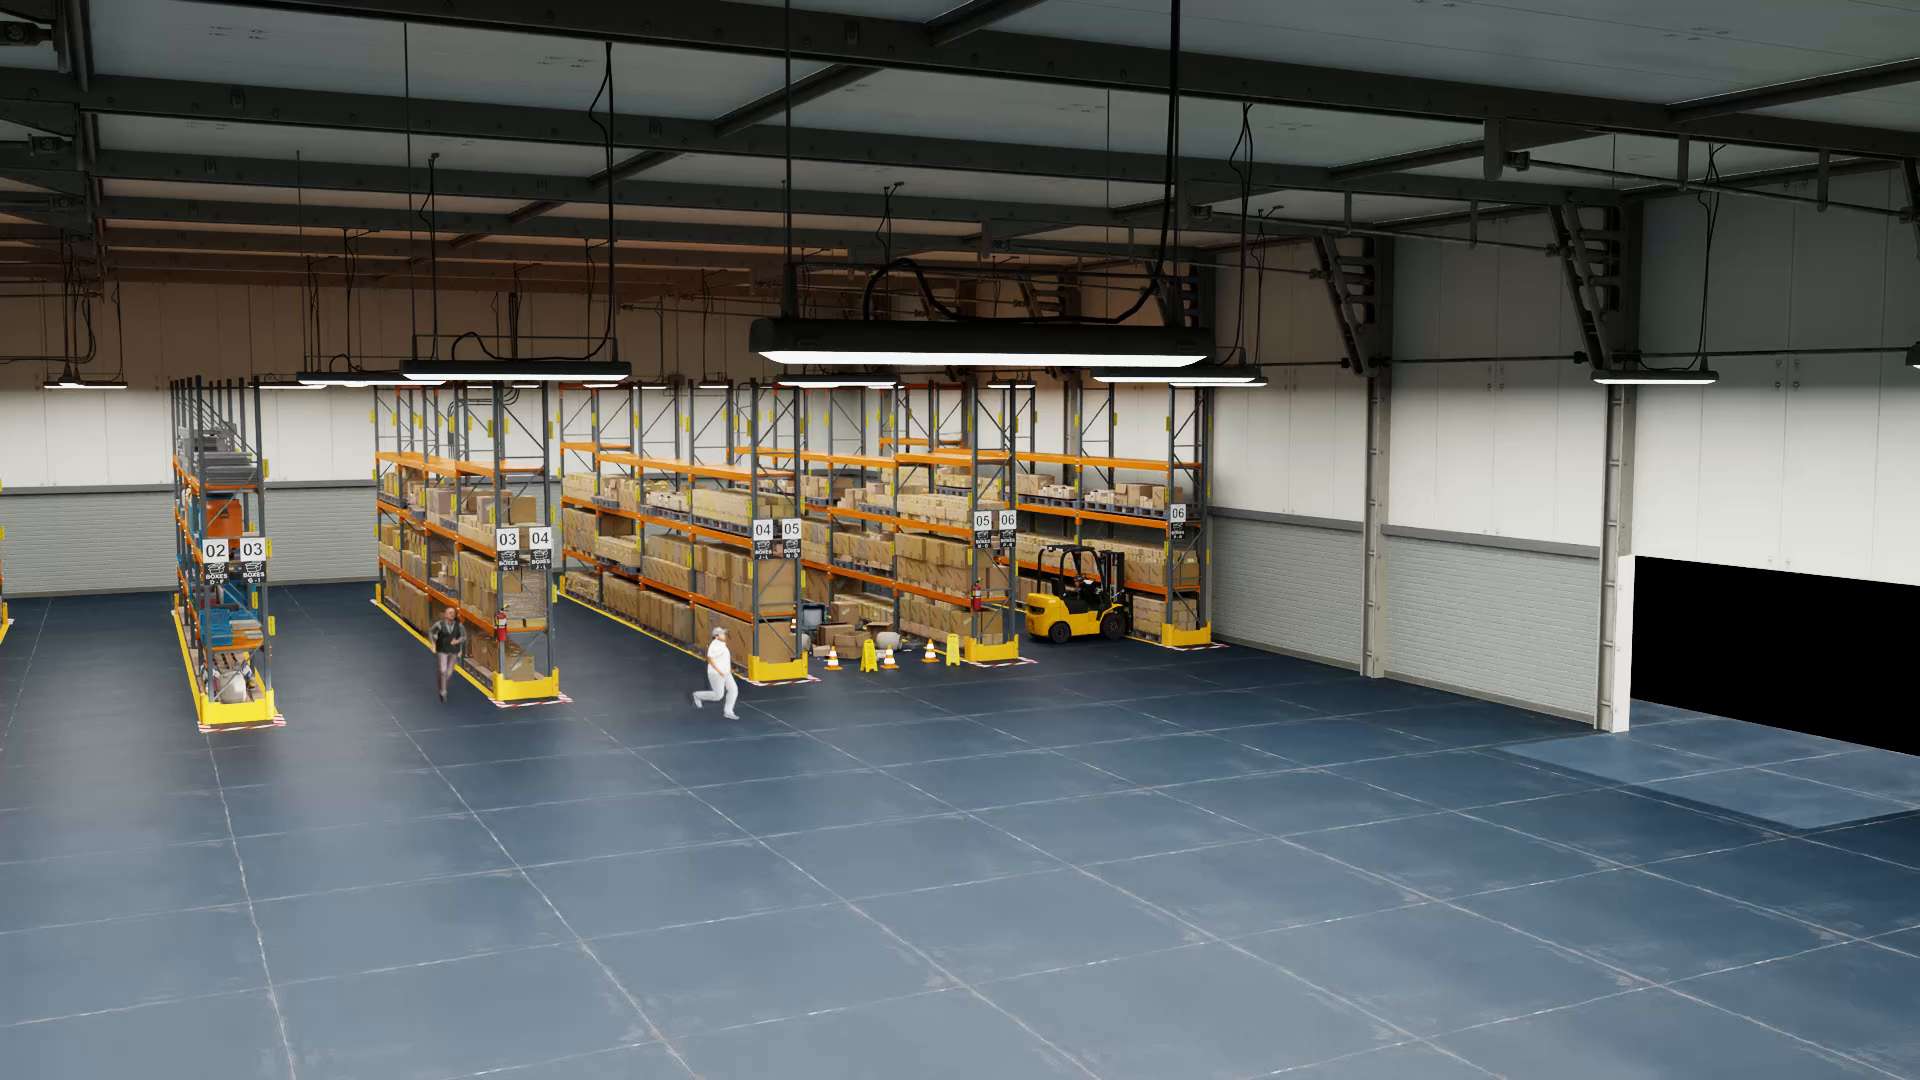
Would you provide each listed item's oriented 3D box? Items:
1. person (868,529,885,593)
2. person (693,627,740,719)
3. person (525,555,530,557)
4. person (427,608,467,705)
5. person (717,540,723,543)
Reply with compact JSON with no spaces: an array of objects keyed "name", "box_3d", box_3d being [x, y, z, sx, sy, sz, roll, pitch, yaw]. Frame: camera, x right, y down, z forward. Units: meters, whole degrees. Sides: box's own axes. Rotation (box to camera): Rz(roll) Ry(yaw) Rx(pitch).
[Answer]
[{"name":"person","box_3d":[-2.270,0.593,44.937,0.596,1.770,0.691,-3,6,-32]},{"name":"person","box_3d":[-4.265,2.341,29.190,0.802,1.634,0.602,1,5,13]},{"name":"person","box_3d":[-12.277,0.649,46.974,0.707,1.761,1.037,1,5,14]},{"name":"person","box_3d":[-9.511,2.137,30.921,0.664,1.763,0.868,-3,6,-31]},{"name":"person","box_3d":[-6.436,0.851,44.807,0.633,1.763,0.672,-4,6,-37]}]
